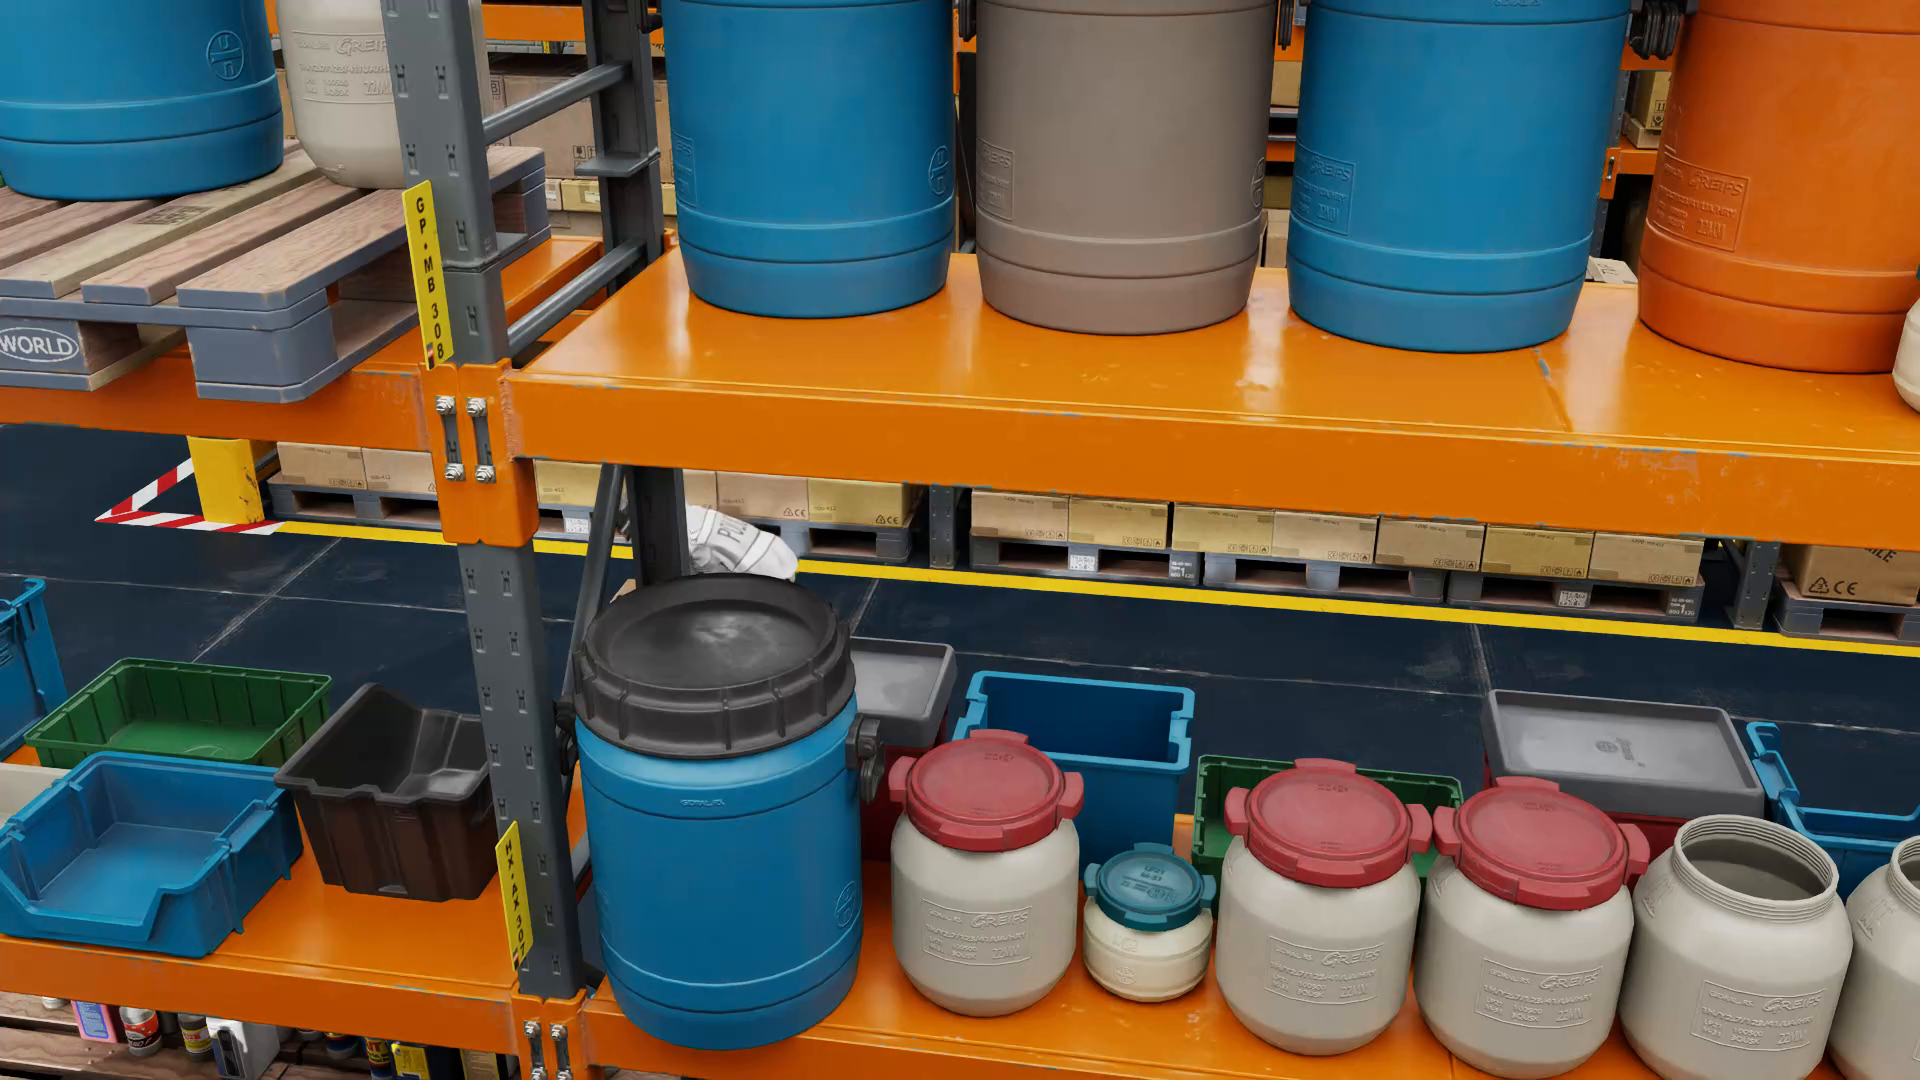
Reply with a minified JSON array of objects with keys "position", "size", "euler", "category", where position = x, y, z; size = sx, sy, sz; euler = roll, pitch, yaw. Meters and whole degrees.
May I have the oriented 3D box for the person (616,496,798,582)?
[{"position":[-1.201,0.150,7.800],"size":[0.864,0.847,0.461],"euler":[4,25,9],"category":"person"}]
